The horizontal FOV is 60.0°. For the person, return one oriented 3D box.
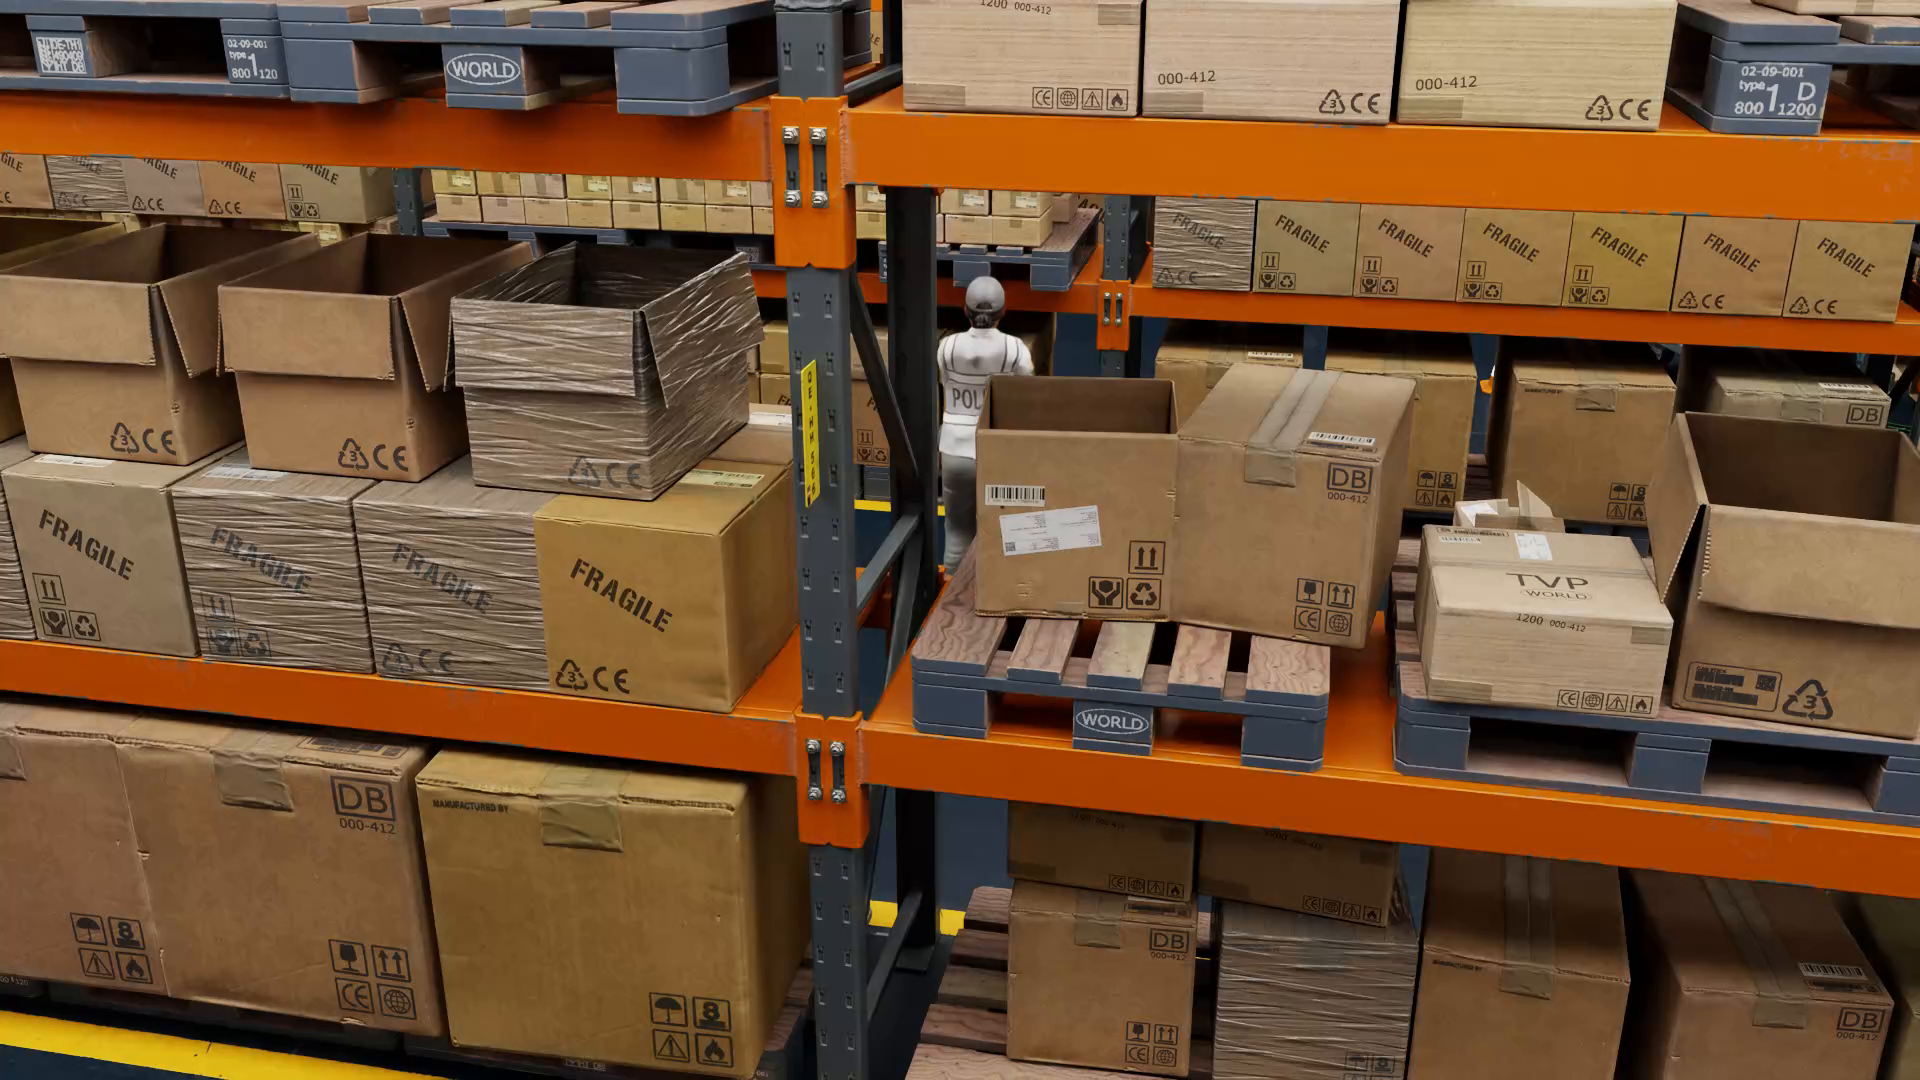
[{"bbox_3d":[0.128,-0.390,7.578,0.452,1.663,0.549,4,22,10],"label":"person"}]
